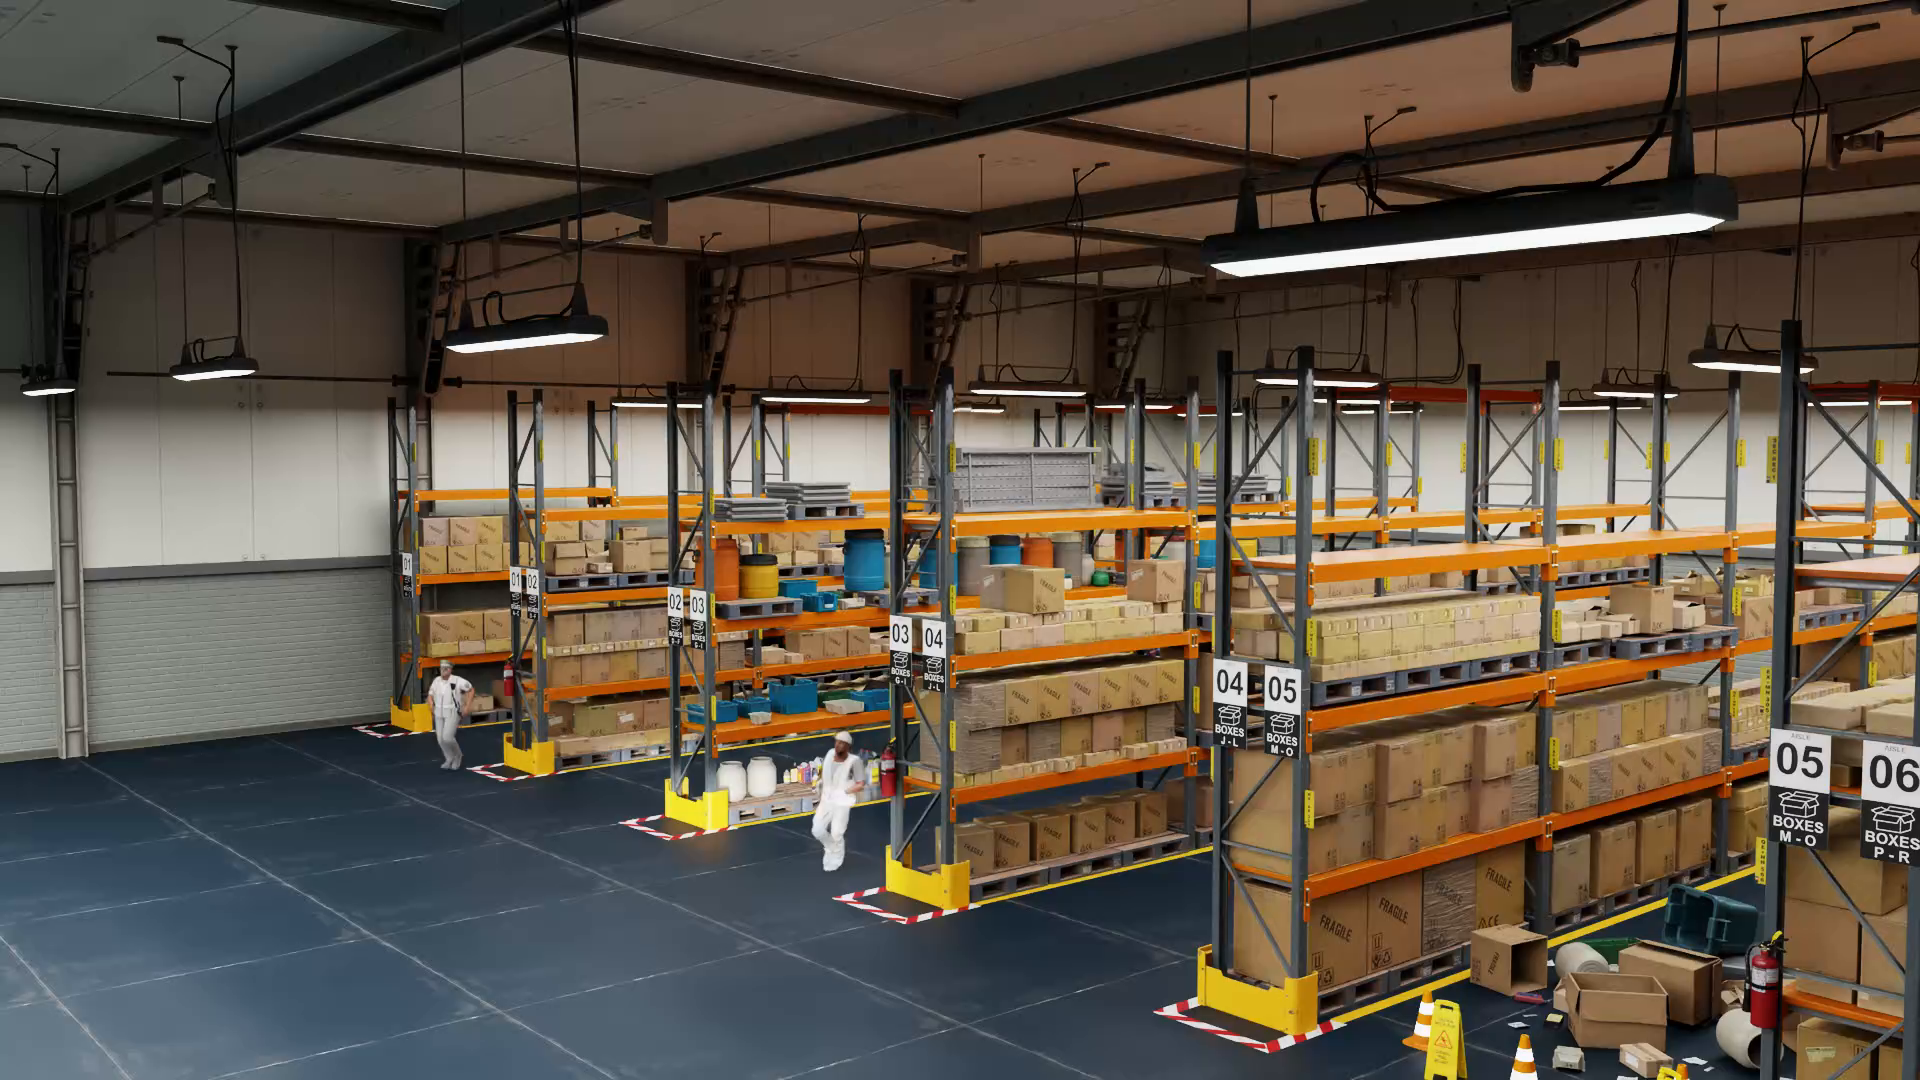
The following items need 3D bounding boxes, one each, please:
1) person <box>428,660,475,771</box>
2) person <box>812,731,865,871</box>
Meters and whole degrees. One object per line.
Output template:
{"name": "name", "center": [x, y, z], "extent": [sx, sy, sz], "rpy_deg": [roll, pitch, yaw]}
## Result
{"name": "person", "center": [-8.076, 2.765, 26.222], "extent": [0.688, 1.780, 0.678], "rpy_deg": [1, 3, 11]}
{"name": "person", "center": [-1.447, 3.135, 19.900], "extent": [0.679, 1.724, 0.545], "rpy_deg": [2, 4, 28]}
